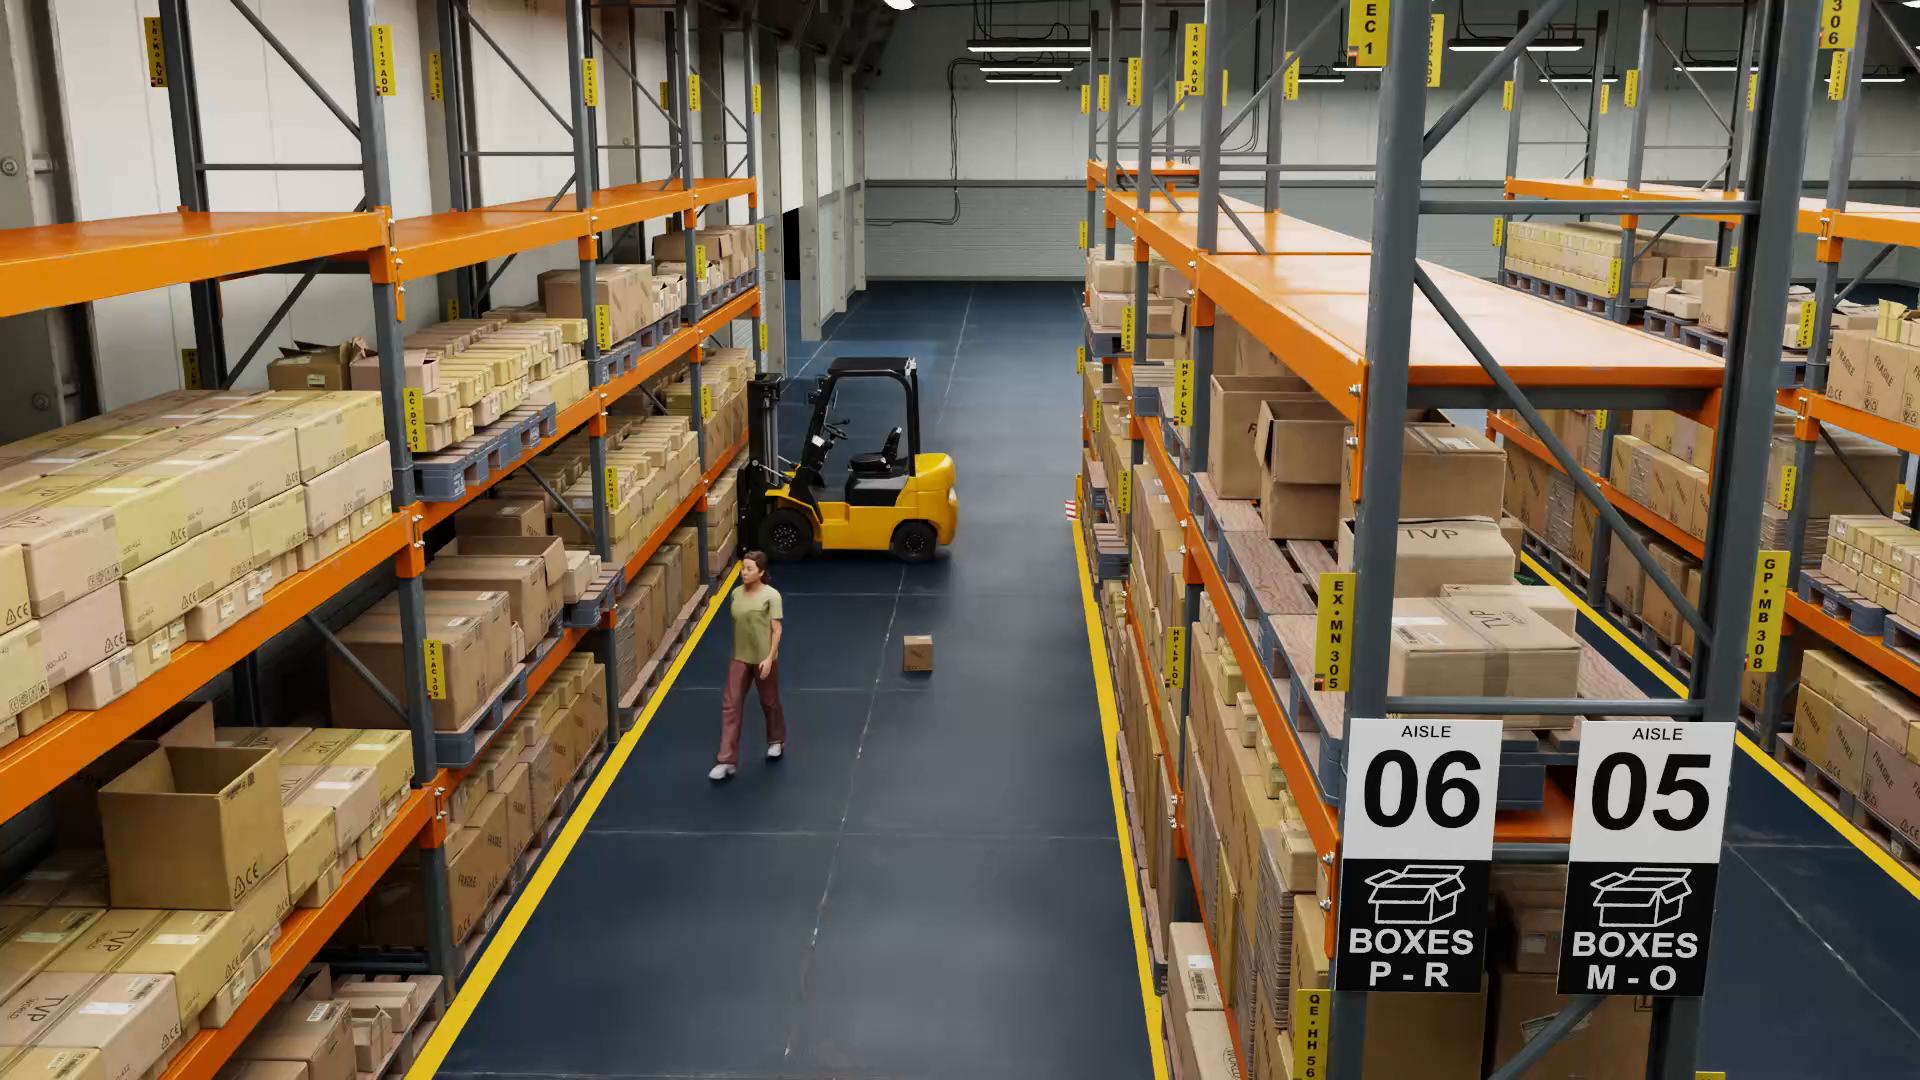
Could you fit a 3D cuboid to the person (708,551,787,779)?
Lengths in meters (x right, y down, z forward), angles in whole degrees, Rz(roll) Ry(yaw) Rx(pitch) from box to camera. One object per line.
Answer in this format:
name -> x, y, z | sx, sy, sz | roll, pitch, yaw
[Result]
person -> -1.556, 0.906, 12.336 | 0.453, 1.626, 0.893 | 4, 14, 14
